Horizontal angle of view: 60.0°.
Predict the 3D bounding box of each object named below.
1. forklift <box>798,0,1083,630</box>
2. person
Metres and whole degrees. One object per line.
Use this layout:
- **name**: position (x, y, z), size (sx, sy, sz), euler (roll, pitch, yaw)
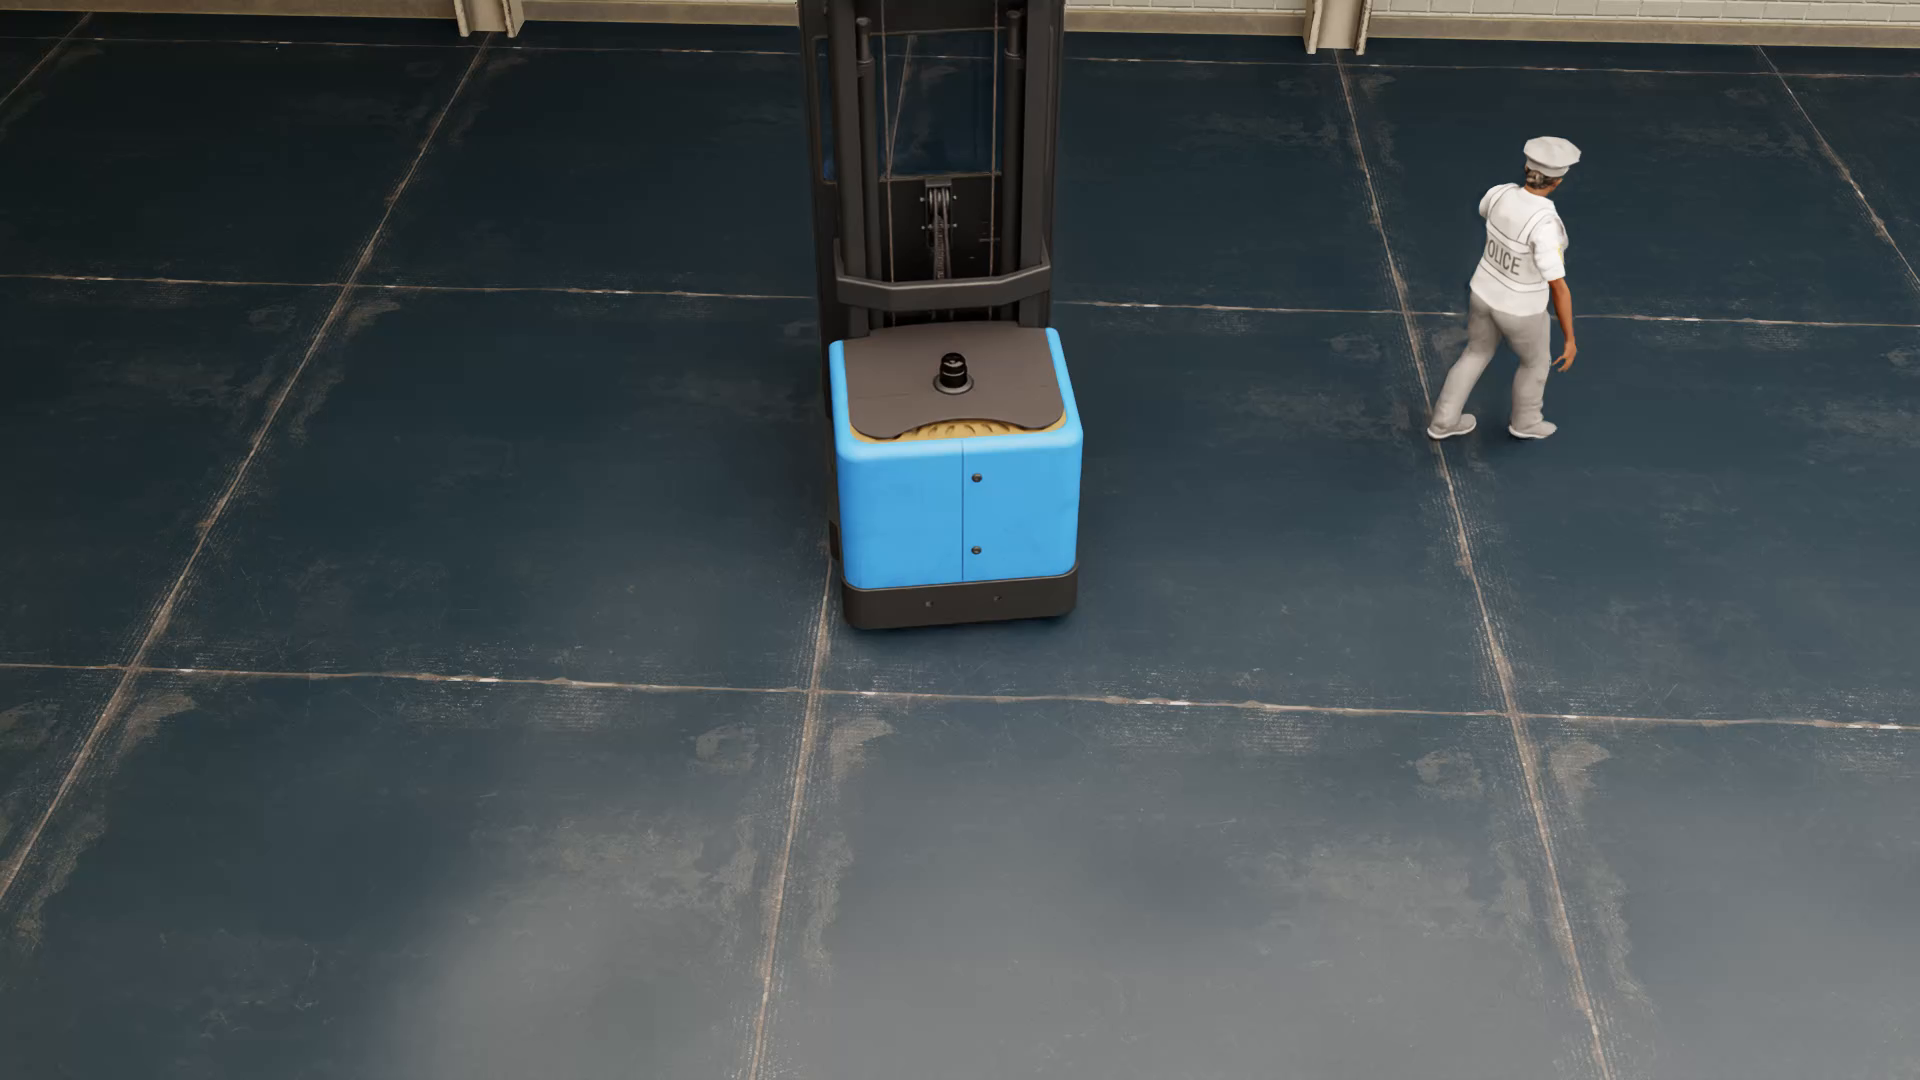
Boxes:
- **forklift**: position (-0.143, -1.676, 7.579), size (1.130, 2.935, 3.031), euler (-4, 43, -4)
- **person**: position (2.731, -1.141, 7.986), size (0.657, 1.668, 0.919), euler (-18, 45, -19)
